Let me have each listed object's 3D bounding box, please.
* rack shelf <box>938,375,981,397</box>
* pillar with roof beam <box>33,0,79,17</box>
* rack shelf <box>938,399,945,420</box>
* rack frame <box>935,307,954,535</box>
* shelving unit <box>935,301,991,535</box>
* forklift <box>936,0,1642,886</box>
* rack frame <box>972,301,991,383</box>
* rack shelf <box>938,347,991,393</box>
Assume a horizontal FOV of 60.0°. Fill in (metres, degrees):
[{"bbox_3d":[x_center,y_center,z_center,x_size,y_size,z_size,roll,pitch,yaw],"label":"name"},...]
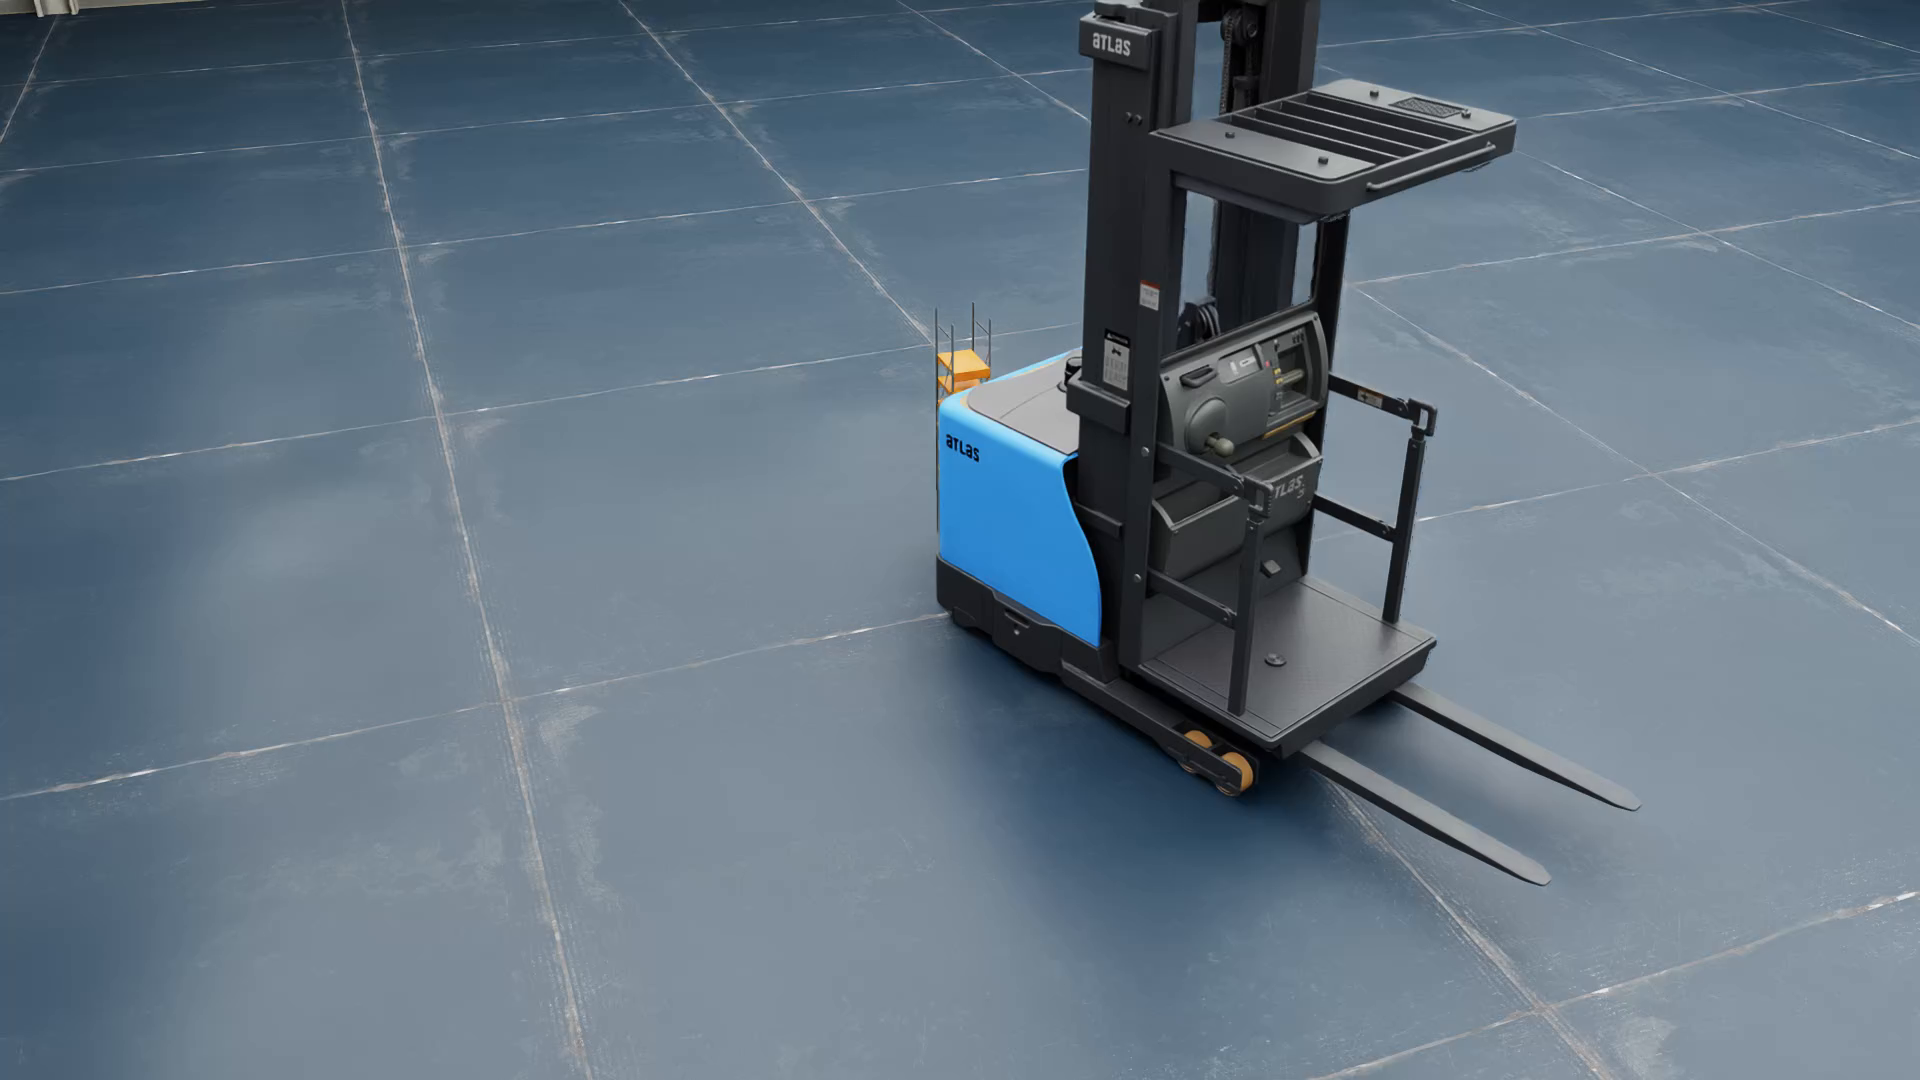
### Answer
[{"bbox_3d":[0.014,-0.694,7.861,0.180,0.103,0.258,-10,31,-18],"label":"rack shelf"},{"bbox_3d":[-8.586,-7.815,12.876,0.400,9.000,9.100,-10,31,-18],"label":"pillar with roof beam"},{"bbox_3d":[0.014,-0.589,7.920,0.180,0.103,0.258,-10,31,-18],"label":"rack shelf"},{"bbox_3d":[-0.072,-0.508,7.930,0.006,1.200,0.240,-10,31,-18],"label":"rack frame"},{"bbox_3d":[0.014,-0.524,7.957,0.189,1.200,0.258,-10,31,-18],"label":"shelving unit"},{"bbox_3d":[1.248,-0.561,6.273,1.130,2.935,3.031,-24,37,-35],"label":"forklift"},{"bbox_3d":[0.099,-0.540,7.985,0.006,1.200,0.240,-10,31,-18],"label":"rack frame"},{"bbox_3d":[0.014,-0.798,7.801,0.180,0.103,0.258,-10,31,-18],"label":"rack shelf"}]
